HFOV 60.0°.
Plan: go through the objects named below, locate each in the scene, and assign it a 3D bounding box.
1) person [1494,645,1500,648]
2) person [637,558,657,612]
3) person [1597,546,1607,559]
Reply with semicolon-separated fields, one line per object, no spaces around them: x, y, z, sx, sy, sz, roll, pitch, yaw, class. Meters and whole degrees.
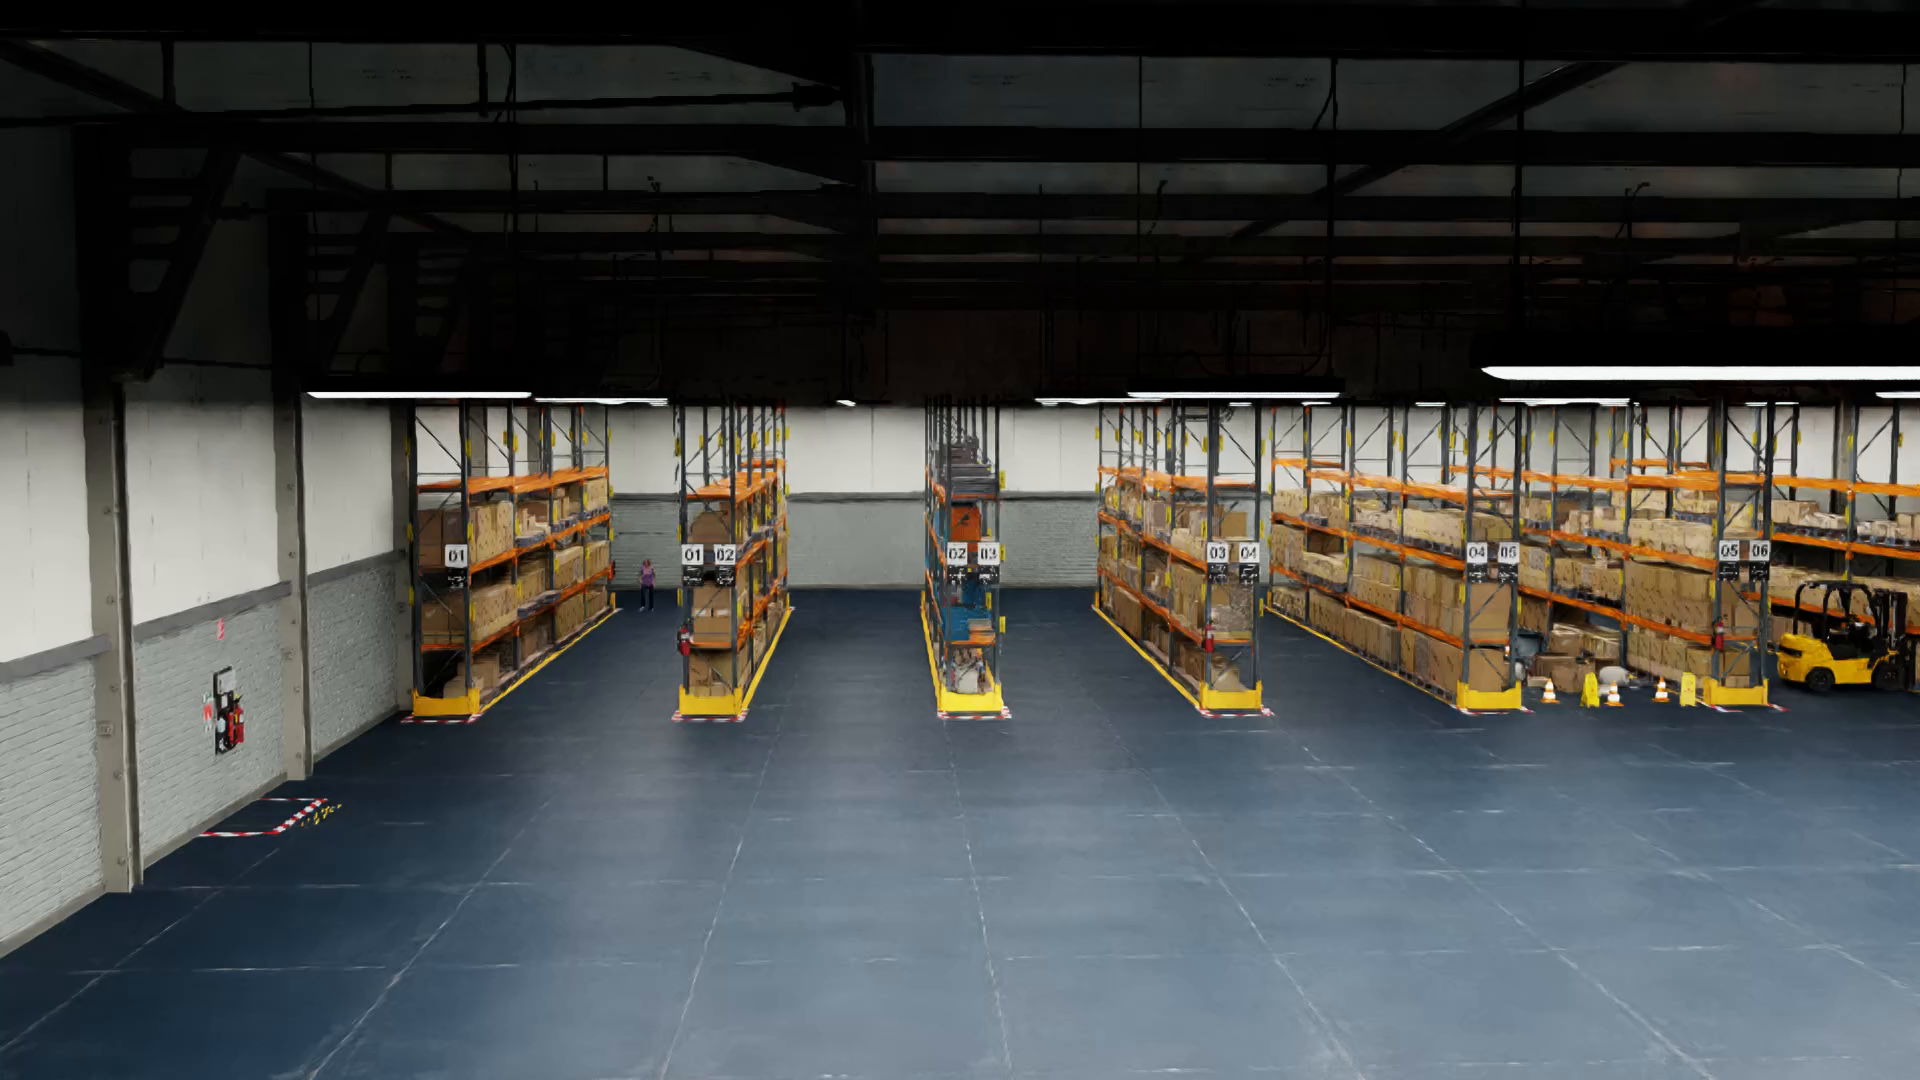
12.061;1.833;37.802;0.556;1.781;0.631;2;5;26;person
-8.808;1.261;46.844;0.566;1.541;0.519;0;5;-6;person
19.184;0.997;49.403;0.490;1.665;0.672;-2;5;-28;person
